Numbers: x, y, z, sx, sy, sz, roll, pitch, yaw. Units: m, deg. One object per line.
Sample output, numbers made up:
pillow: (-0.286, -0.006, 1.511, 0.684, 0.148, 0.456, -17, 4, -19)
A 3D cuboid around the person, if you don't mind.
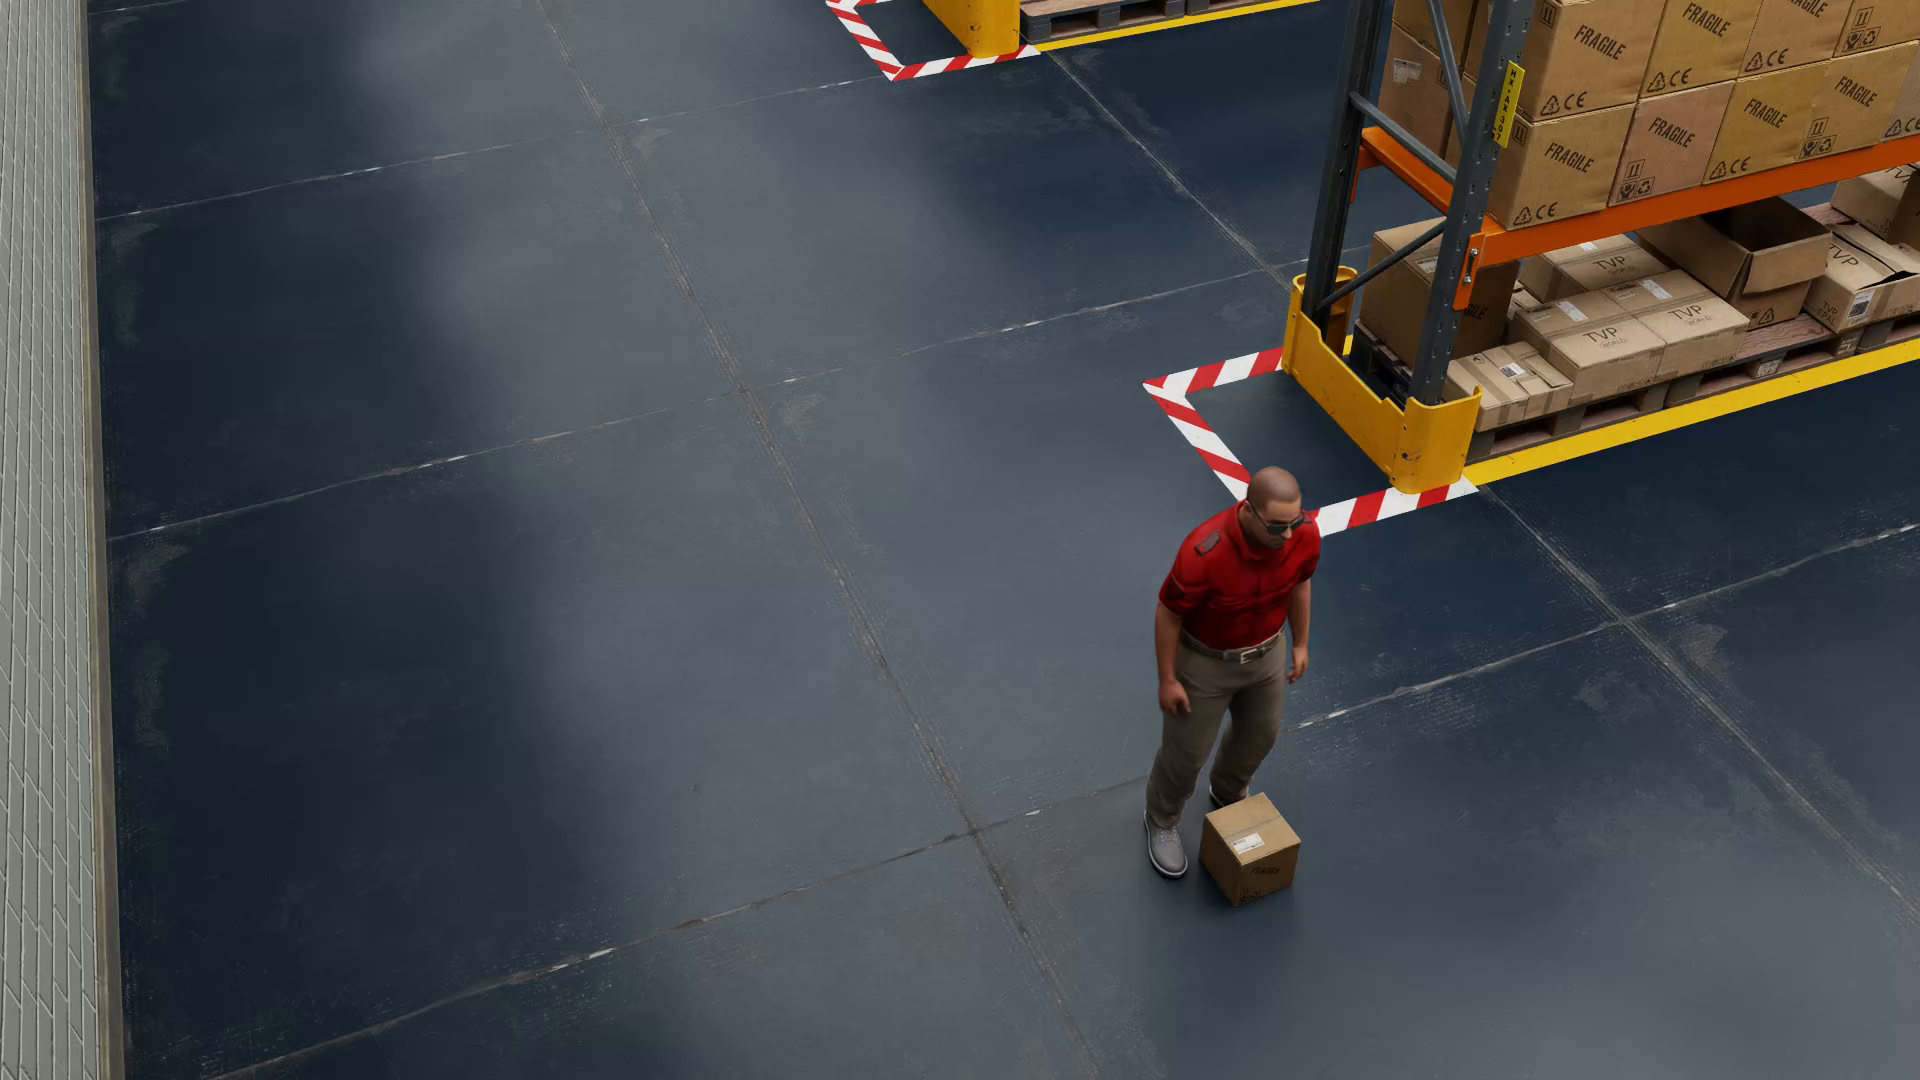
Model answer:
person: (0.933, 0.416, 5.698, 0.587, 1.727, 0.394, -15, 44, -16)
